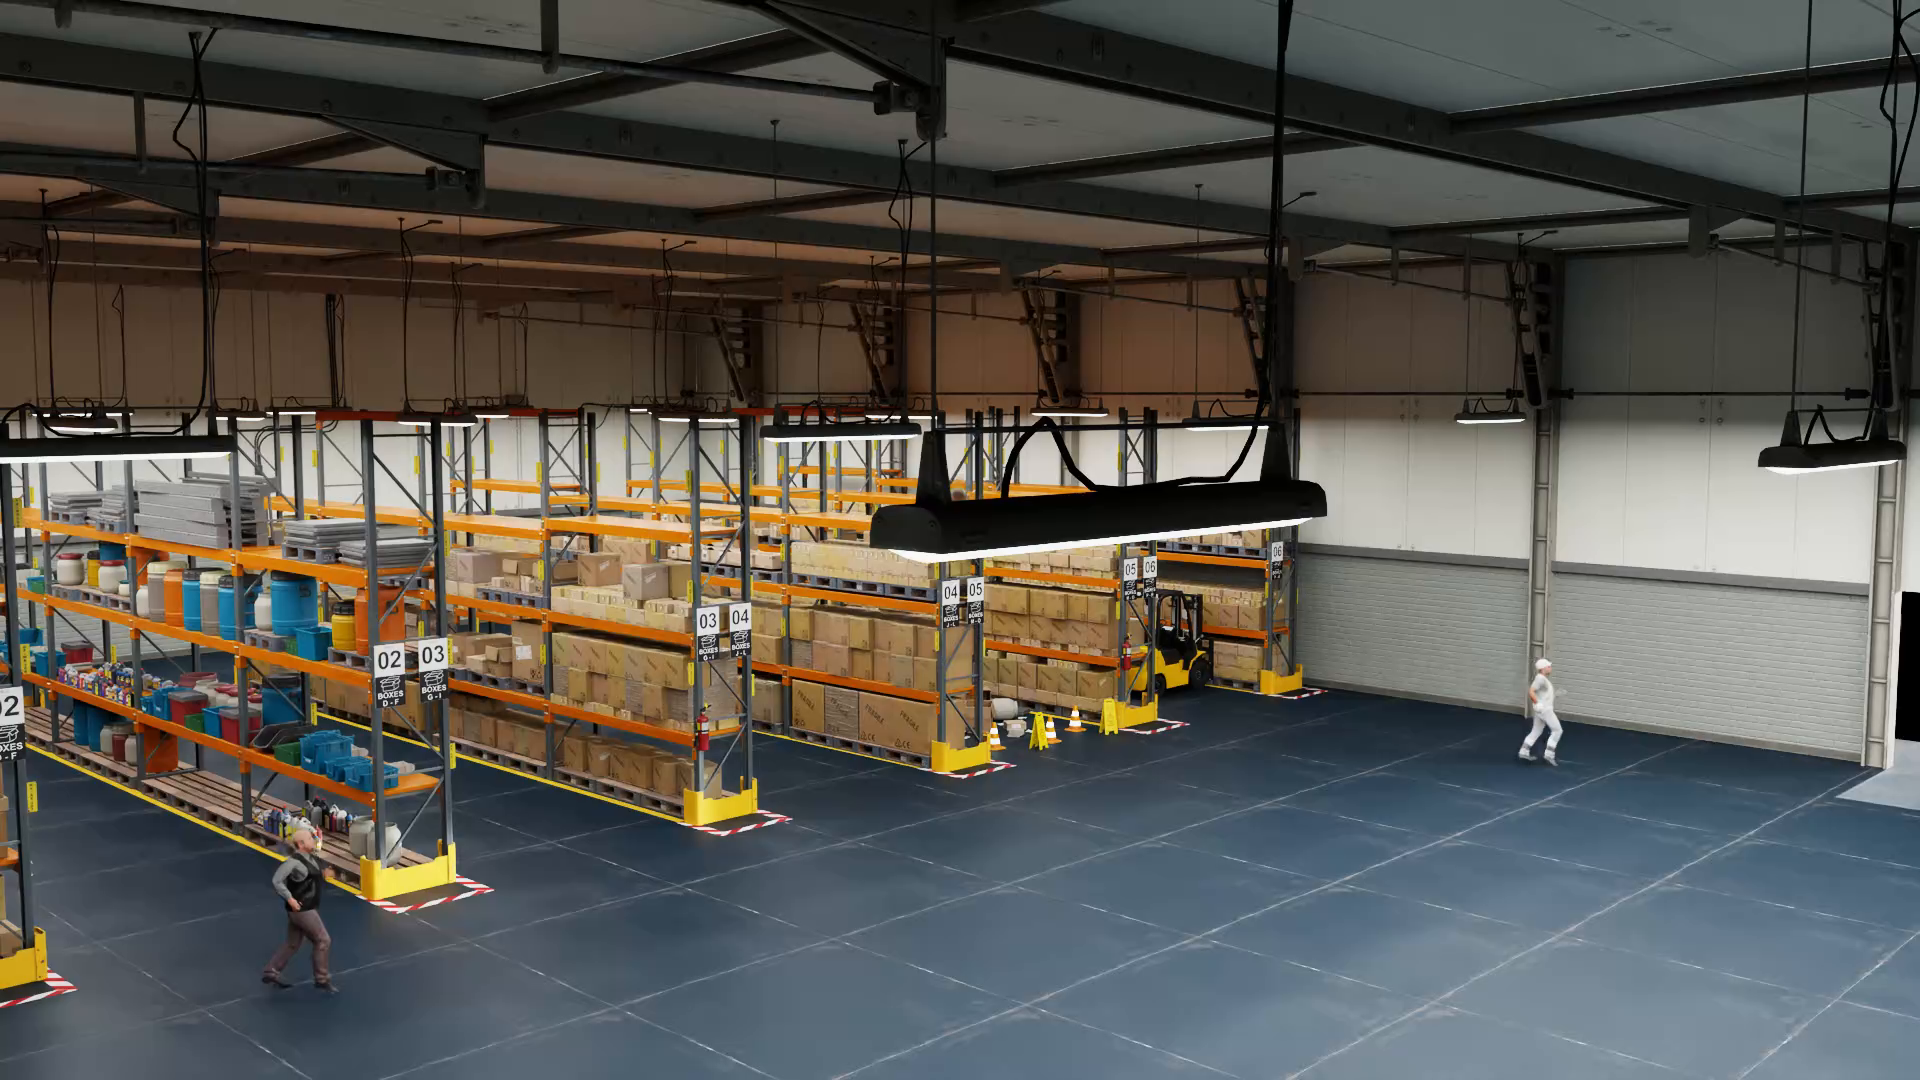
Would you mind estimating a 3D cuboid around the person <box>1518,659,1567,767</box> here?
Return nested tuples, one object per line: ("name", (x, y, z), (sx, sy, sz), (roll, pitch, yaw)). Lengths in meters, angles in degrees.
("person", (9.919, 2.937, 28.253), (0.763, 1.838, 0.641), (1, 5, 9))

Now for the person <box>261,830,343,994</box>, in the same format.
("person", (-6.962, 3.926, 17.543), (0.804, 1.782, 0.632), (-2, 5, -17))
